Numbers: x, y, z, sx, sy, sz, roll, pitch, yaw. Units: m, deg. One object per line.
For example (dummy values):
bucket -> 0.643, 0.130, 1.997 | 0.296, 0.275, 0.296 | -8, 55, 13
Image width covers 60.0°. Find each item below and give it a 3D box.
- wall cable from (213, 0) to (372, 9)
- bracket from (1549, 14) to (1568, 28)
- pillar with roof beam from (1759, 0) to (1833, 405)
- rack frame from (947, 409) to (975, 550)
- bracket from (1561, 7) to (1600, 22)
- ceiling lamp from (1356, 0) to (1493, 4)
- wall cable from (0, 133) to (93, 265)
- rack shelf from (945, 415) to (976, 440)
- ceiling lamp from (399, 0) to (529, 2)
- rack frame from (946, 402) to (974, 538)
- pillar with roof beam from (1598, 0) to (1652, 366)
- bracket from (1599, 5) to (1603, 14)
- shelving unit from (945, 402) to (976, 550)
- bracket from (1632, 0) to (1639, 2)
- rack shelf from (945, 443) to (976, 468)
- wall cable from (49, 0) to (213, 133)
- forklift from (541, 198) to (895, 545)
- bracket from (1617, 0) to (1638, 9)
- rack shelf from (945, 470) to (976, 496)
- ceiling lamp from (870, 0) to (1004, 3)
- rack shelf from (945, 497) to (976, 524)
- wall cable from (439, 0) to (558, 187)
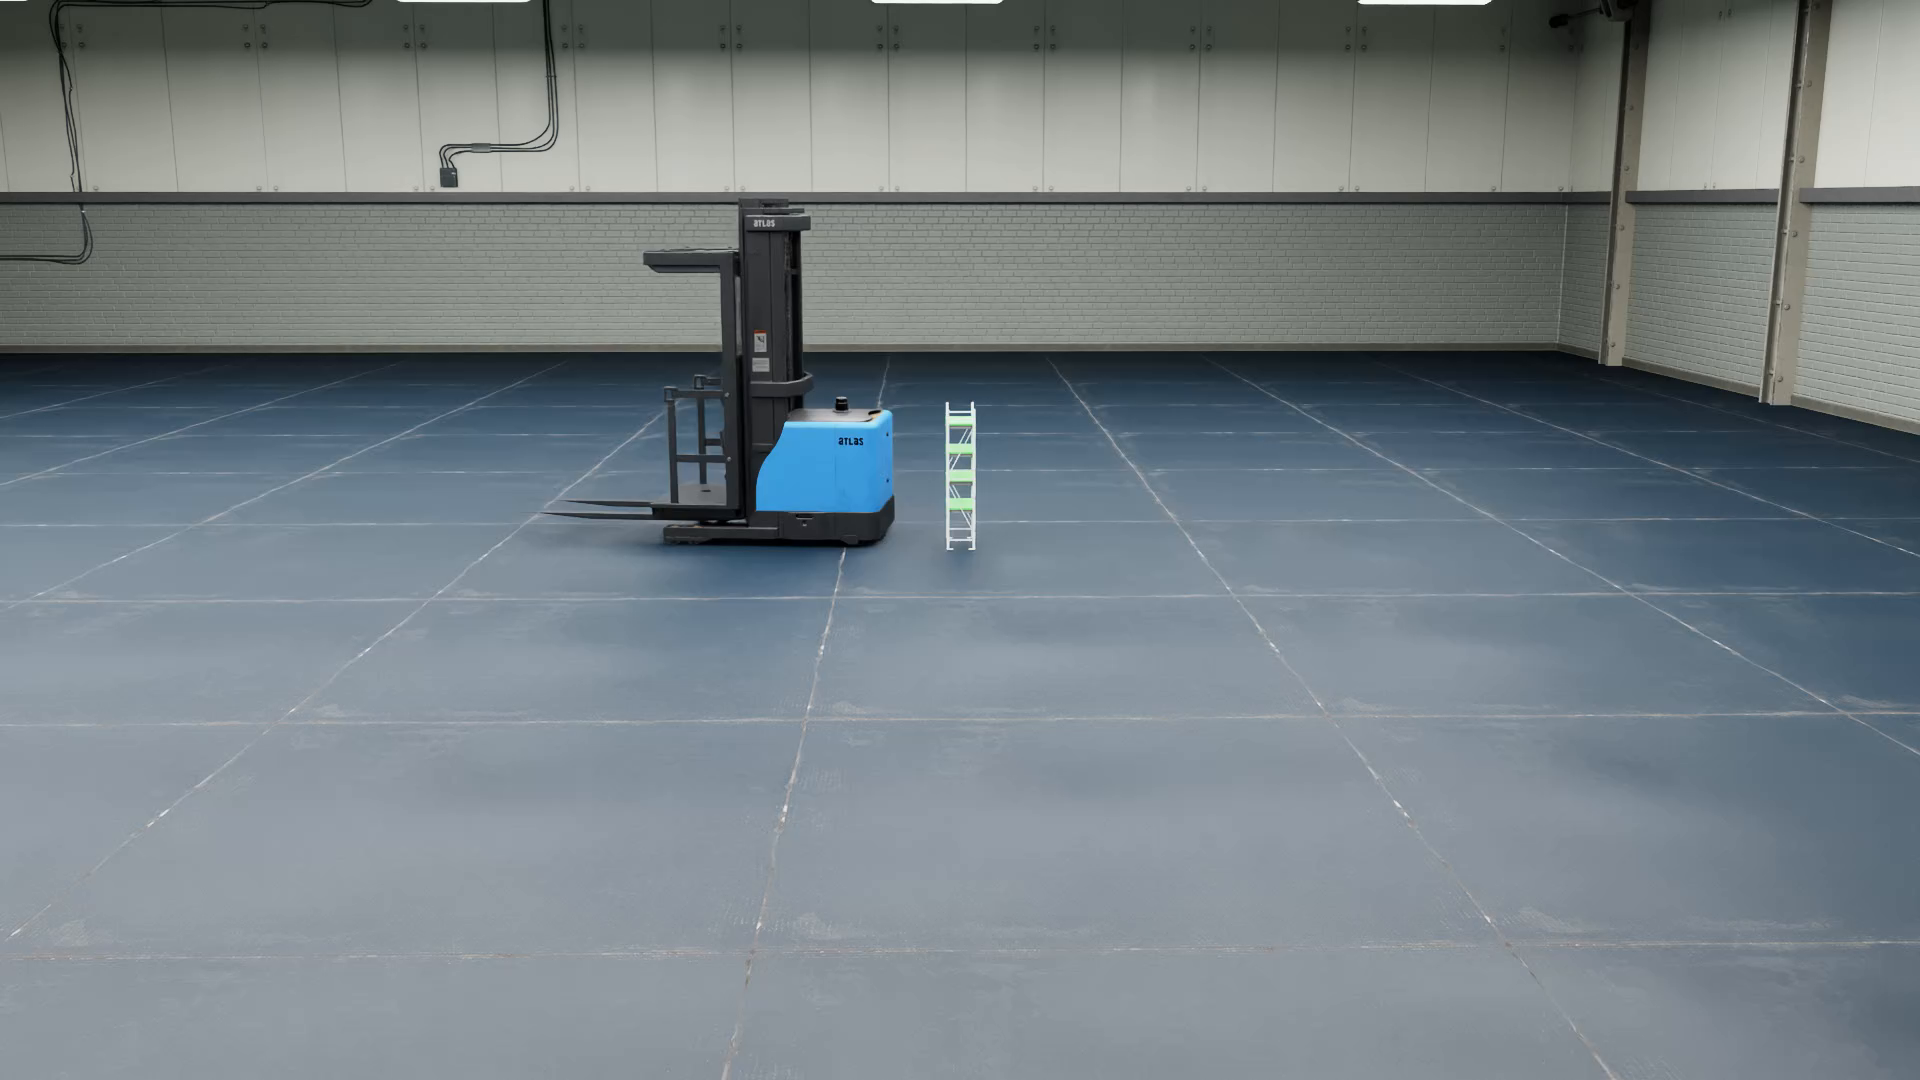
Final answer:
wall cable -> -12.564, -11.278, 31.185 | 3.097, 2.526, 0.112 | 0, 11, -1
bracket -> 11.457, -9.926, 31.801 | 0.235, 0.232, 0.430 | 0, 11, -1
pillar with roof beam -> 7.689, -6.400, 23.471 | 9.100, 9.000, 0.400 | 0, 11, -1
rack frame -> 0.008, -0.507, 14.039 | 0.240, 1.200, 0.015 | 0, 11, -1
bracket -> 11.469, -9.809, 31.222 | 0.076, 0.066, 3.189 | 0, 11, -1
ceiling lamp -> 6.990, -9.682, 24.970 | 2.000, 3.185, 0.800 | 0, 11, -1
wall cable -> -18.363, -6.550, 32.022 | 3.097, 2.526, 0.112 | 0, 11, -1
rack shelf -> 0.003, -0.963, 14.195 | 0.258, 0.148, 0.480 | 0, 11, -1
ceiling lamp -> -7.407, -9.623, 24.679 | 2.000, 3.185, 0.800 | 0, 11, -1
rack frame -> -0.002, -0.604, 14.517 | 0.240, 1.200, 0.015 | 0, 11, -1
pillar with roof beam -> 7.565, -7.592, 29.350 | 9.100, 9.000, 0.548 | 0, 11, -1
bracket -> 11.506, -9.455, 29.479 | 0.235, 0.232, 0.430 | 0, 11, -1
shelving unit -> 0.003, -0.555, 14.278 | 0.258, 1.200, 0.503 | 0, 11, -1
bracket -> 11.576, -8.778, 26.141 | 0.076, 0.066, 4.783 | 0, 11, -1
rack shelf -> 0.003, -0.728, 14.243 | 0.258, 0.148, 0.480 | 0, 11, -1
wall cable -> -15.658, -9.036, 31.574 | 3.097, 2.526, 0.112 | 0, 11, -1
forklift -> -2.144, -1.495, 14.555 | 3.031, 2.935, 1.130 | 1, 12, 6
bracket -> 11.523, -9.290, 28.666 | 0.235, 0.232, 0.430 | 0, 11, -1
rack shelf -> 0.003, -0.492, 14.290 | 0.258, 0.148, 0.480 | 0, 11, -1
ceiling lamp -> -0.349, -9.652, 24.822 | 2.000, 3.185, 0.800 | 0, 11, -1
rack shelf -> 0.003, -0.257, 14.338 | 0.258, 0.148, 0.480 | 0, 11, -1
wall cable -> -8.871, -9.774, 31.551 | 2.305, 6.003, 0.169 | 0, 11, -1
